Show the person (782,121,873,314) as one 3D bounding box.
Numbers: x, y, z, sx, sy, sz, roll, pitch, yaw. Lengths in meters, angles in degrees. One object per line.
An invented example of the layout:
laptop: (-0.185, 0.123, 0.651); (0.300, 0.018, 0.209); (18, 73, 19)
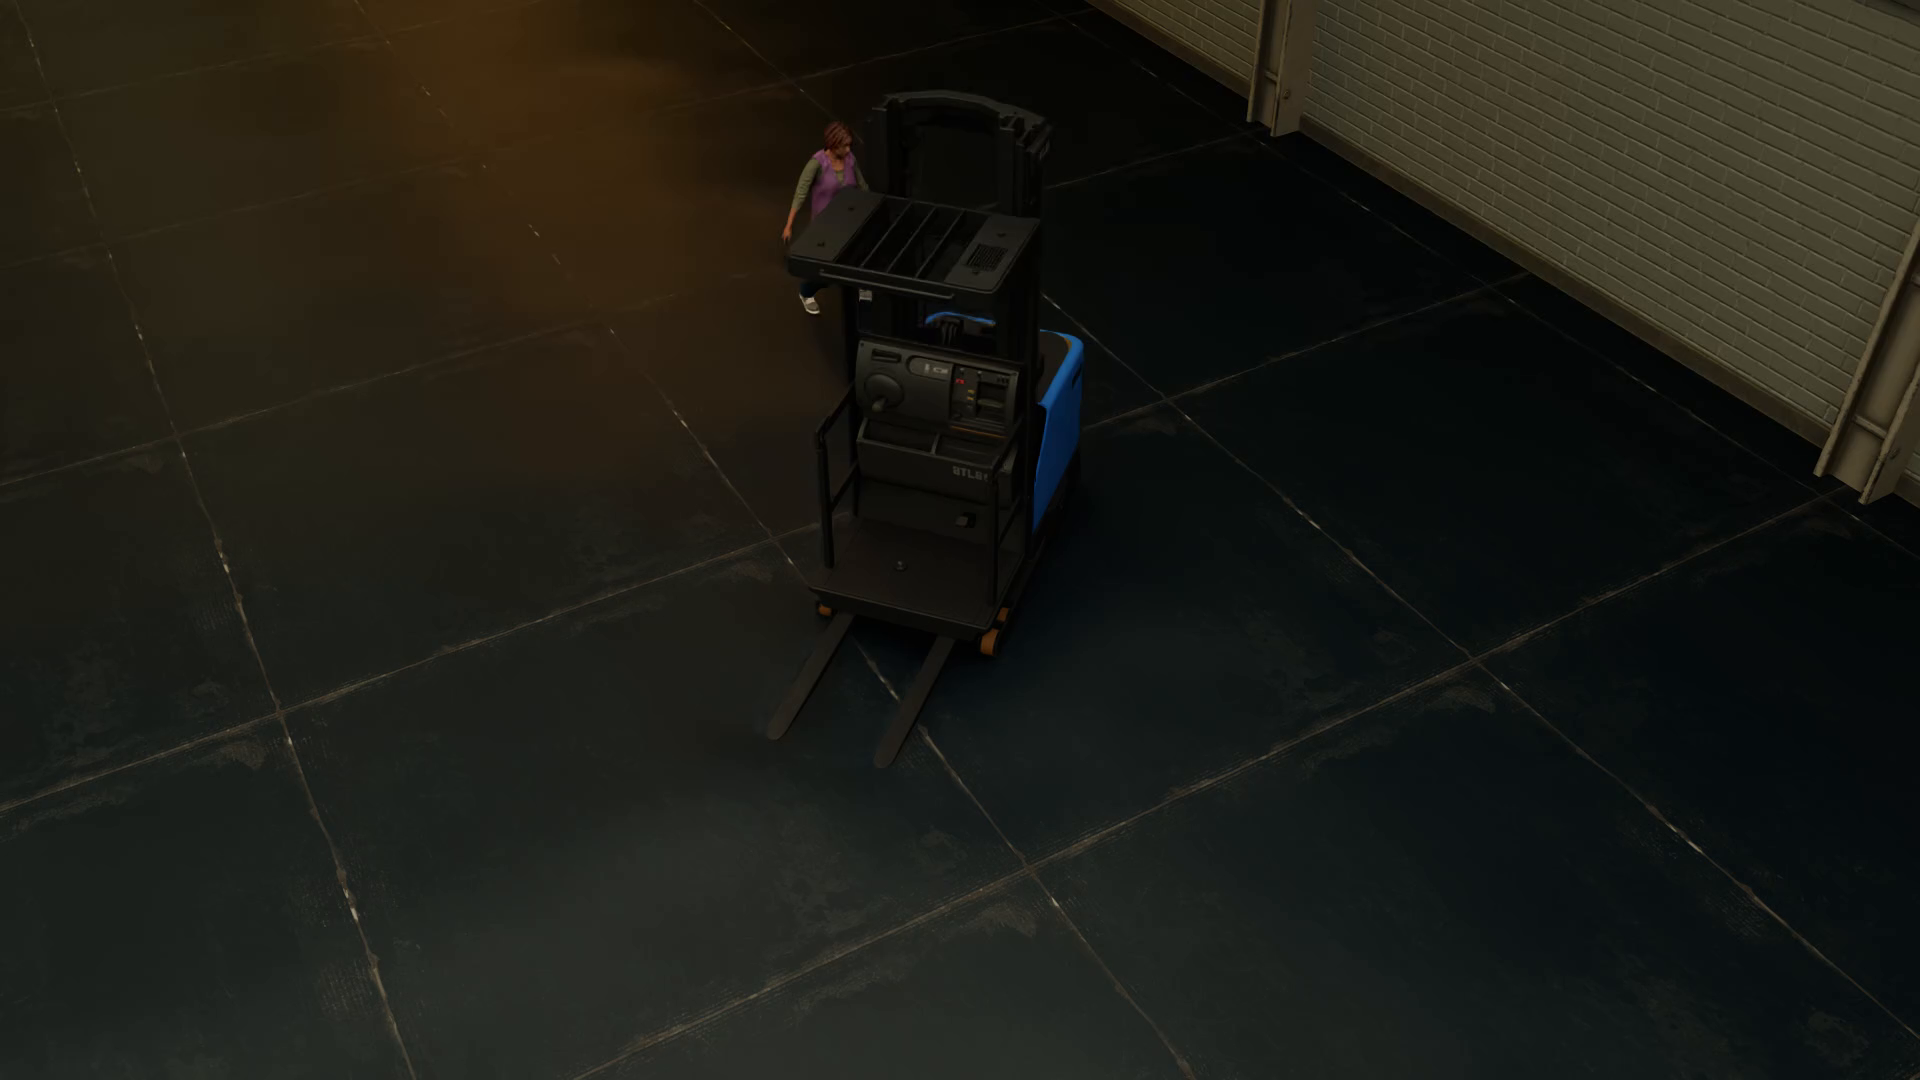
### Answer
person: (-0.898, -2.263, 11.896); (0.764, 1.505, 0.459); (-21, 44, -23)

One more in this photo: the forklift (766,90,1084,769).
forklift: (-0.199, -0.759, 8.952); (1.130, 2.935, 3.031); (13, 41, 15)
